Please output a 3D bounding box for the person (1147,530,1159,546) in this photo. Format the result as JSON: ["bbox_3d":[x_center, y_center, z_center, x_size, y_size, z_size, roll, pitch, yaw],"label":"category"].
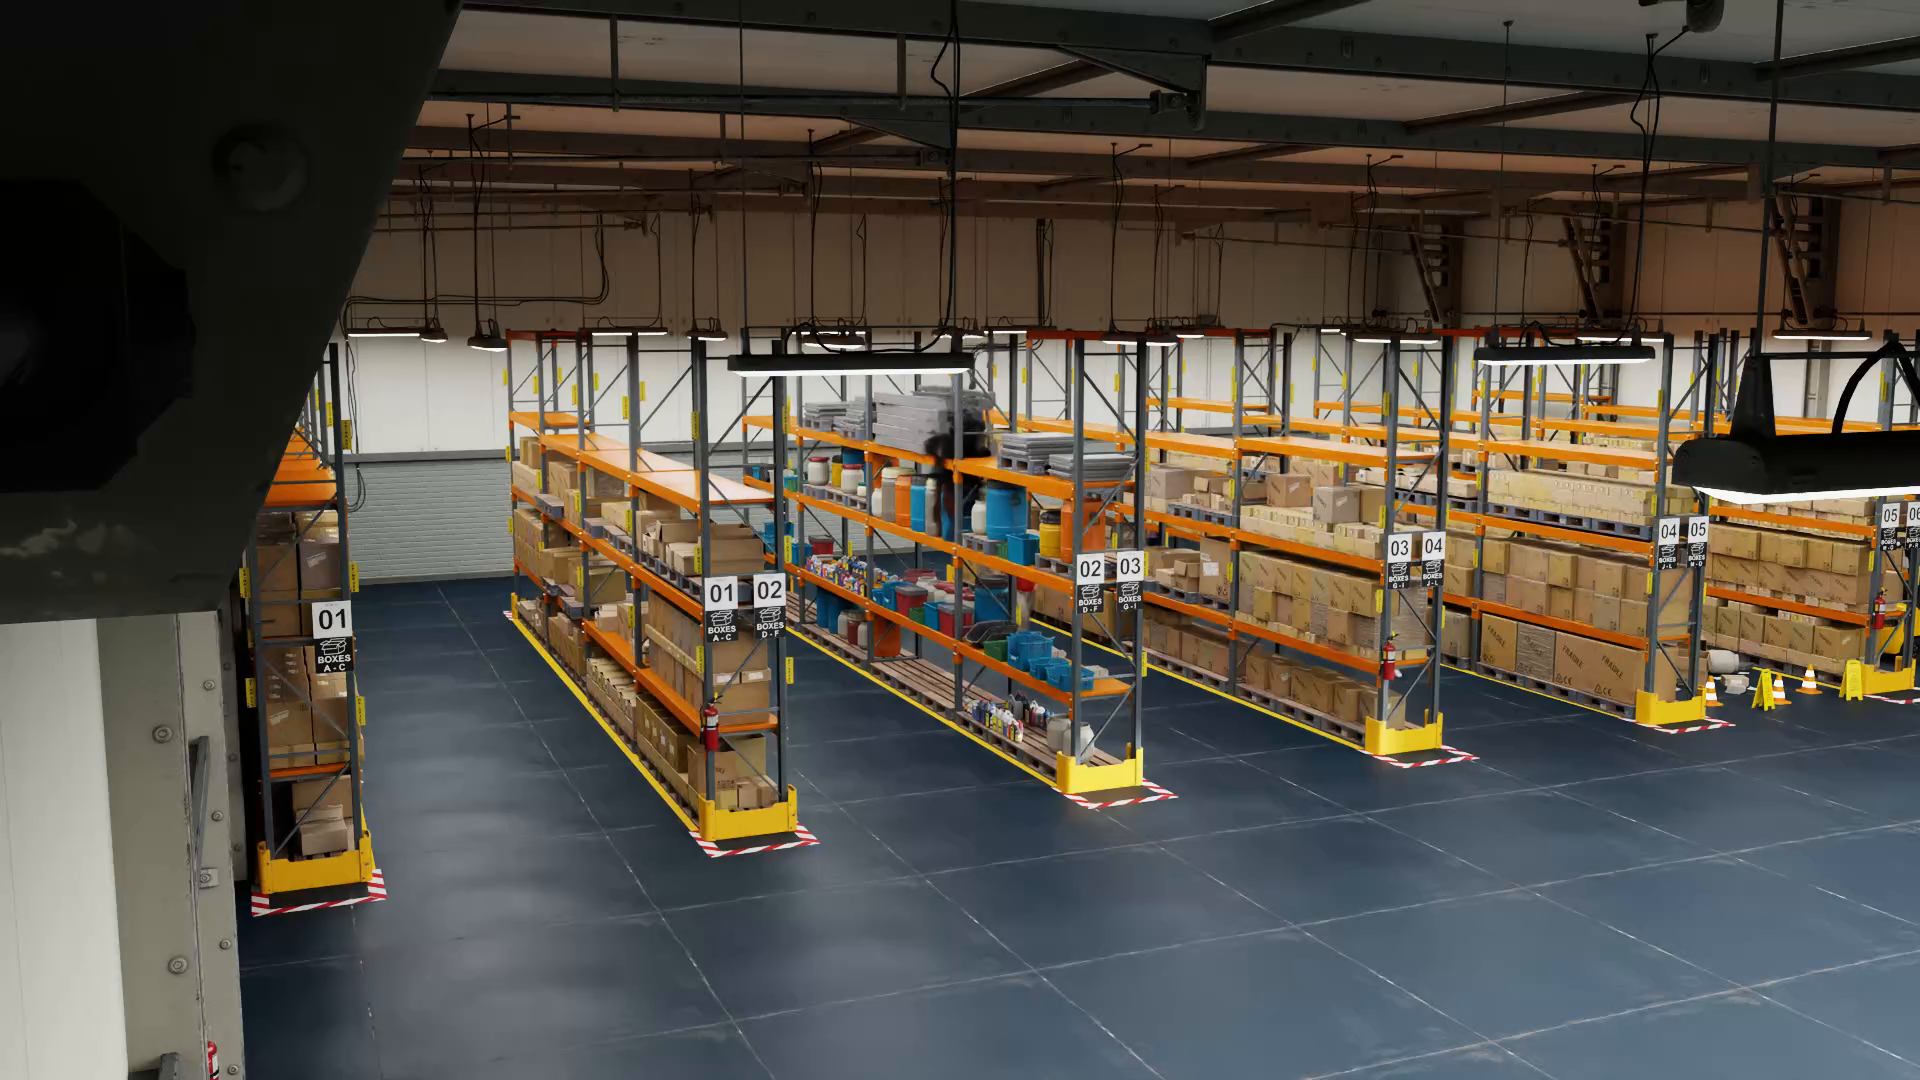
[{"bbox_3d":[4.914,-0.091,41.672,0.609,1.568,0.587,1,8,6],"label":"person"}]

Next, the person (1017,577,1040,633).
[{"bbox_3d":[1.258,1.116,32.148,0.653,1.786,0.832,-3,8,-20],"label":"person"}]

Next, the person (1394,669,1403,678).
[{"bbox_3d":[7.610,1.534,29.358,0.588,1.660,0.928,-3,8,-22],"label":"person"}]
